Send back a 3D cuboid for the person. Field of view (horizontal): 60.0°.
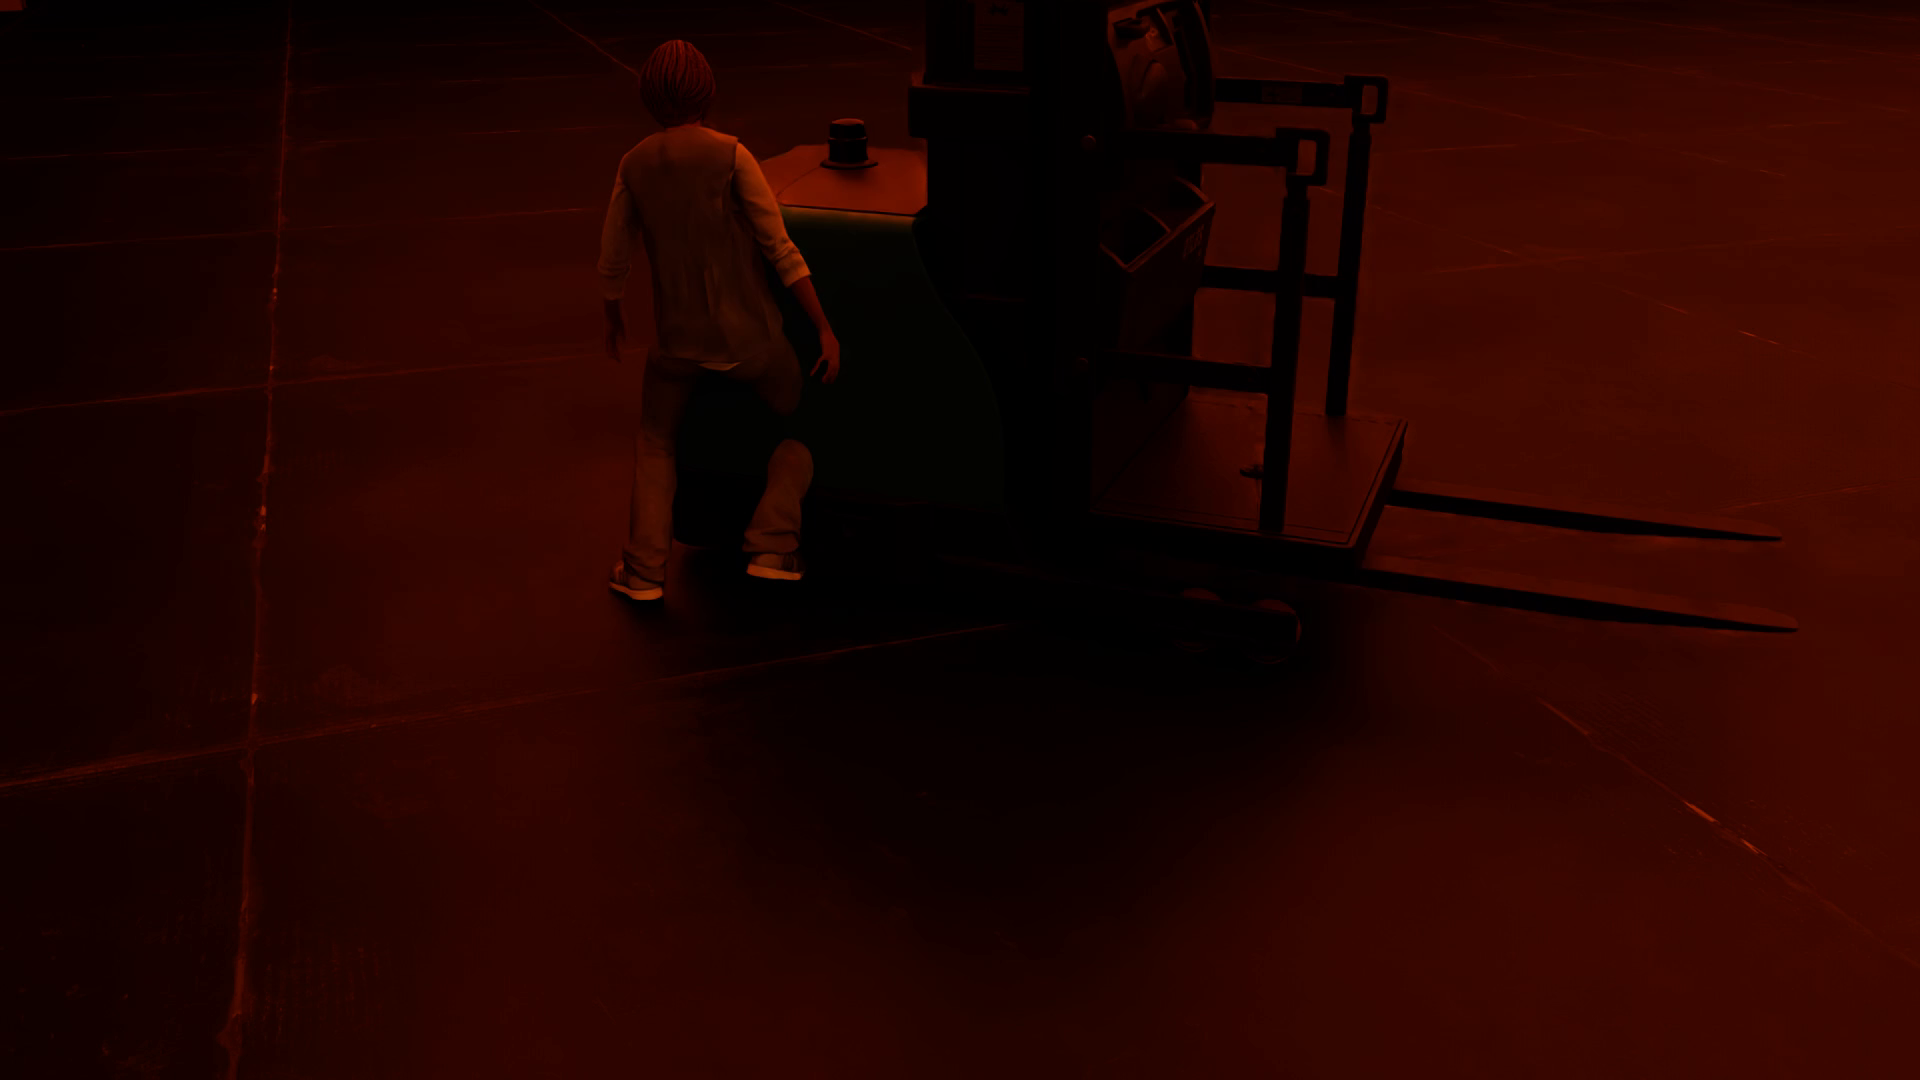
[{"bbox_3d":[-0.652,-0.555,4.491,0.763,1.500,0.452,8,24,18],"label":"person"}]

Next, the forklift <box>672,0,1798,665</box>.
[{"bbox_3d":[0.718,-1.261,4.298,3.031,2.935,1.130,8,24,19],"label":"forklift"}]
